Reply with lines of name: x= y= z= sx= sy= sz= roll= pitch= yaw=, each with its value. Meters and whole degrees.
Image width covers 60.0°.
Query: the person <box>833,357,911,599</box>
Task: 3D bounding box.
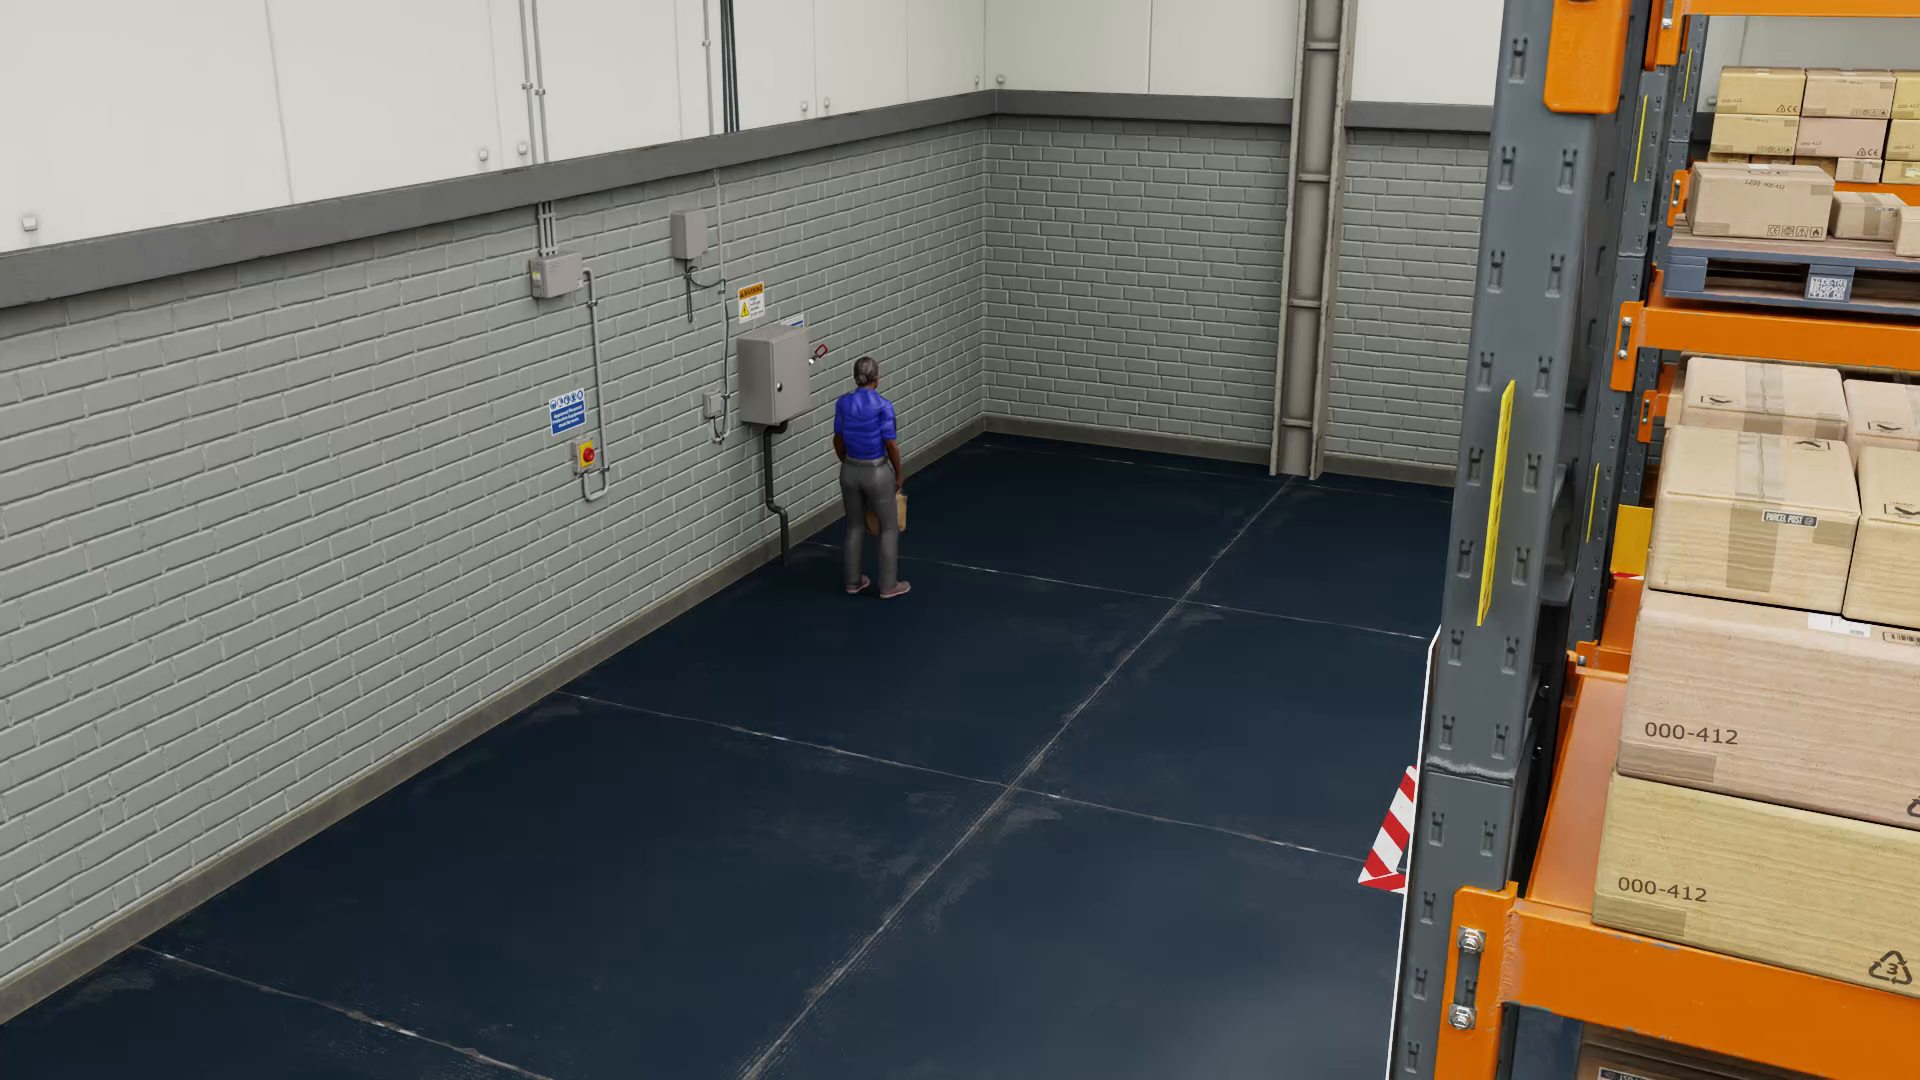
person: x=-0.614 y=-0.423 z=11.283 sx=0.494 sy=1.659 sz=0.345 roll=8 pitch=21 yaw=21
